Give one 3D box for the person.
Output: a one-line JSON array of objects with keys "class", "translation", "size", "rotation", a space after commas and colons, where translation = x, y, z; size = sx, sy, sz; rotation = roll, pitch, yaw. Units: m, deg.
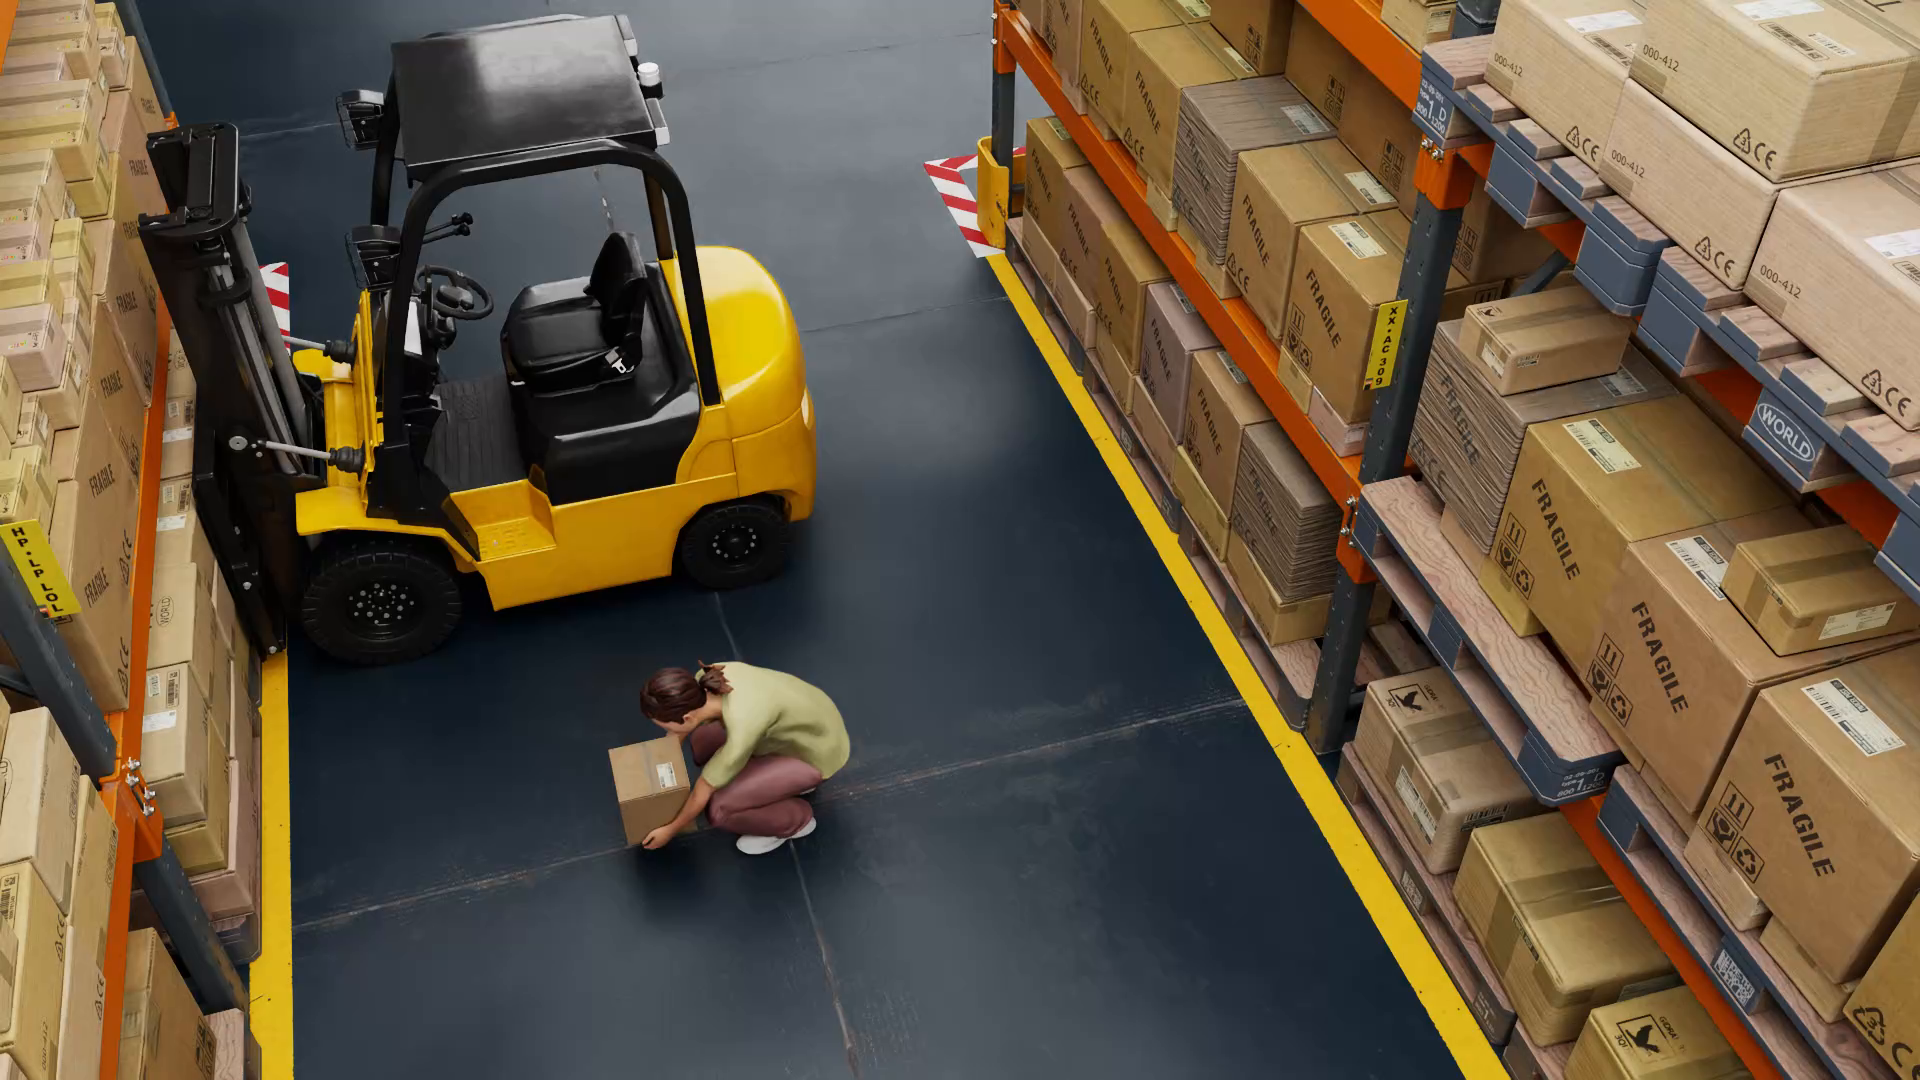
[{"class": "person", "translation": [-0.791, 0.725, 5.924], "size": [0.795, 0.933, 0.478], "rotation": [-12, 44, -13]}]
